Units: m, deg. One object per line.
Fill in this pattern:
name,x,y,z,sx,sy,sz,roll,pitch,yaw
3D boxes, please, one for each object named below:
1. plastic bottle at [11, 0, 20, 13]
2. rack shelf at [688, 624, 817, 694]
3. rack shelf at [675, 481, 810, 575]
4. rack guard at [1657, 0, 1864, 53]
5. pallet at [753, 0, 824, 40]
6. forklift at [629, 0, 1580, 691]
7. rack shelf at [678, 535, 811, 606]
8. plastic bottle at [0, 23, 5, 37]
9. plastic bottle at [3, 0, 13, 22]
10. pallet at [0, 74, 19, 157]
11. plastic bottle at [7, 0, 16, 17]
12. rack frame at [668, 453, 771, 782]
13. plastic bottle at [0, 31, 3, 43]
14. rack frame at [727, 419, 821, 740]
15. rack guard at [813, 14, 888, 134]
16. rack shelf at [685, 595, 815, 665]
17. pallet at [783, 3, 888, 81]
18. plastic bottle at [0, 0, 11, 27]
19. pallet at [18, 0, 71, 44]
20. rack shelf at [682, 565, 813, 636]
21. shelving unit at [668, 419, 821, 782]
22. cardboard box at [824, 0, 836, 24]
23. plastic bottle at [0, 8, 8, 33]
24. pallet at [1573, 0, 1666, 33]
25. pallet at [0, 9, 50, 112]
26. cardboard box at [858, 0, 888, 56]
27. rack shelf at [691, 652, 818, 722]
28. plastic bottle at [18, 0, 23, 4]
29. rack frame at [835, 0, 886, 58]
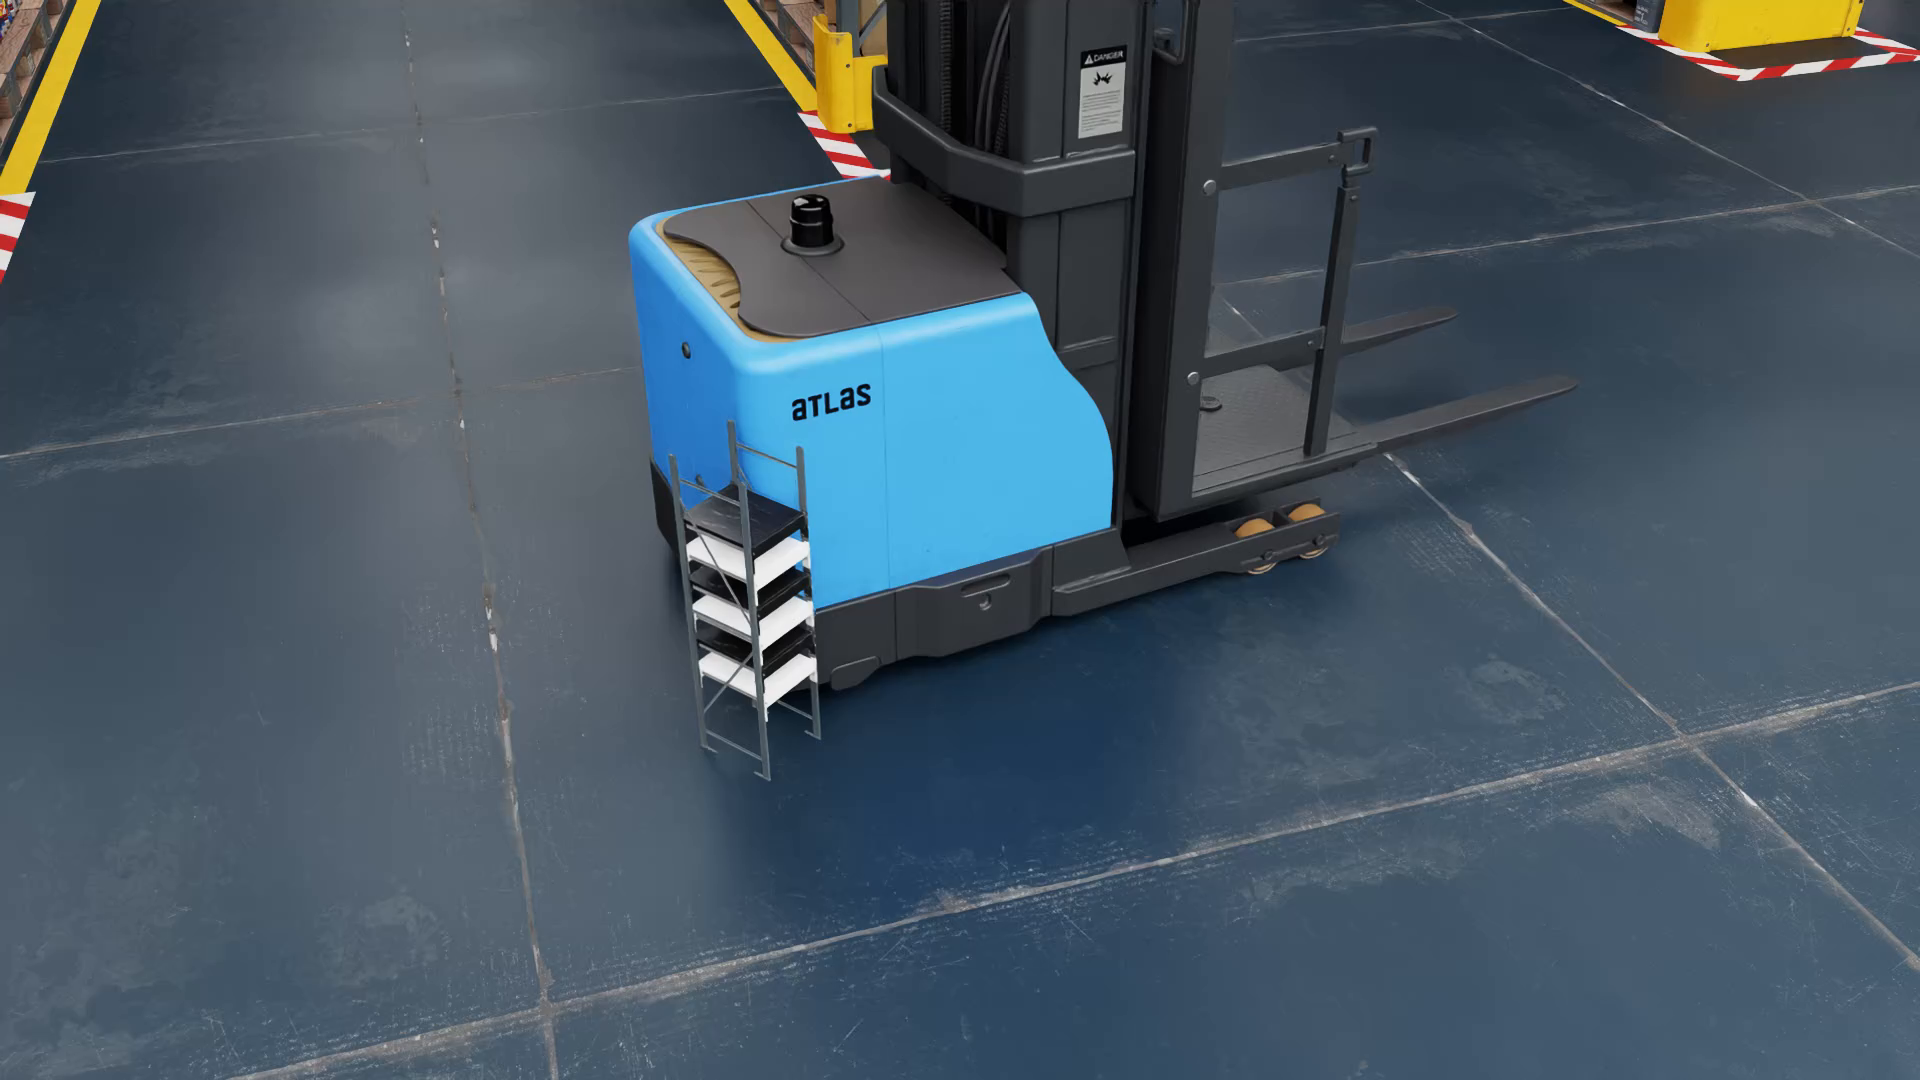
plastic bottle,-5.380,-3.094,9.283,0.152,0.276,0.135,-9,35,-14
rack shelf,-0.530,0.268,4.252,0.258,0.077,0.200,22,39,29
rack shelf,-0.530,-0.033,4.054,0.258,0.077,0.200,22,39,29
rack guard,4.645,-3.151,9.566,1.175,0.500,0.348,-10,35,-15
pallet,-0.722,-3.374,10.165,1.003,0.211,1.213,-10,35,-15
forklift,0.607,-1.363,4.654,3.031,2.935,1.130,-15,36,-22
rack shelf,-0.530,0.042,4.104,0.258,0.077,0.200,22,39,29
plastic bottle,-5.194,-2.822,8.876,0.097,0.271,0.097,0,33,0
plastic bottle,-5.286,-2.981,9.117,0.097,0.271,0.097,0,33,0
pallet,-5.144,-1.889,7.917,1.003,0.211,1.213,-10,35,-15
plastic bottle,-5.317,-3.006,9.217,0.097,0.201,0.097,0,33,0
rack frame,-0.589,0.210,4.115,0.240,0.900,0.006,22,39,29
plastic bottle,-5.141,-2.769,8.785,0.061,0.283,0.133,-9,35,-14
rack frame,-0.471,0.119,4.253,0.240,0.900,0.006,22,39,29
rack guard,-0.139,-2.423,8.463,1.175,0.500,0.348,-10,35,-15
rack shelf,-0.530,0.193,4.203,0.258,0.077,0.200,22,39,29
pallet,-0.354,-2.735,9.197,1.003,0.211,1.213,-10,35,-15
plastic bottle,-5.255,-2.898,9.054,0.097,0.201,0.097,0,33,0
pallet,-5.888,-3.170,9.856,1.003,0.211,1.213,-10,35,-15
rack shelf,-0.530,0.117,4.153,0.258,0.077,0.200,22,39,29
shelving unit,-0.530,0.165,4.184,0.258,0.900,0.210,22,39,29
cardboard box,-0.506,-3.197,9.254,0.500,0.500,0.500,-1,33,-2
plastic bottle,-5.225,-2.875,8.956,0.097,0.271,0.097,0,33,0
pallet,4.320,-3.450,10.280,1.003,0.211,1.213,-10,35,-15
pallet,-5.512,-2.528,8.885,1.003,0.211,1.213,-10,35,-15
cardboard box,-0.291,-2.889,8.787,0.500,0.500,0.500,-4,34,-6
rack shelf,-0.530,0.343,4.302,0.258,0.077,0.200,22,39,29
plastic bottle,-5.425,-3.211,9.393,0.144,0.351,0.185,-10,35,-15
rack frame,-0.116,-3.426,7.714,1.000,3.000,0.127,-10,35,-15
